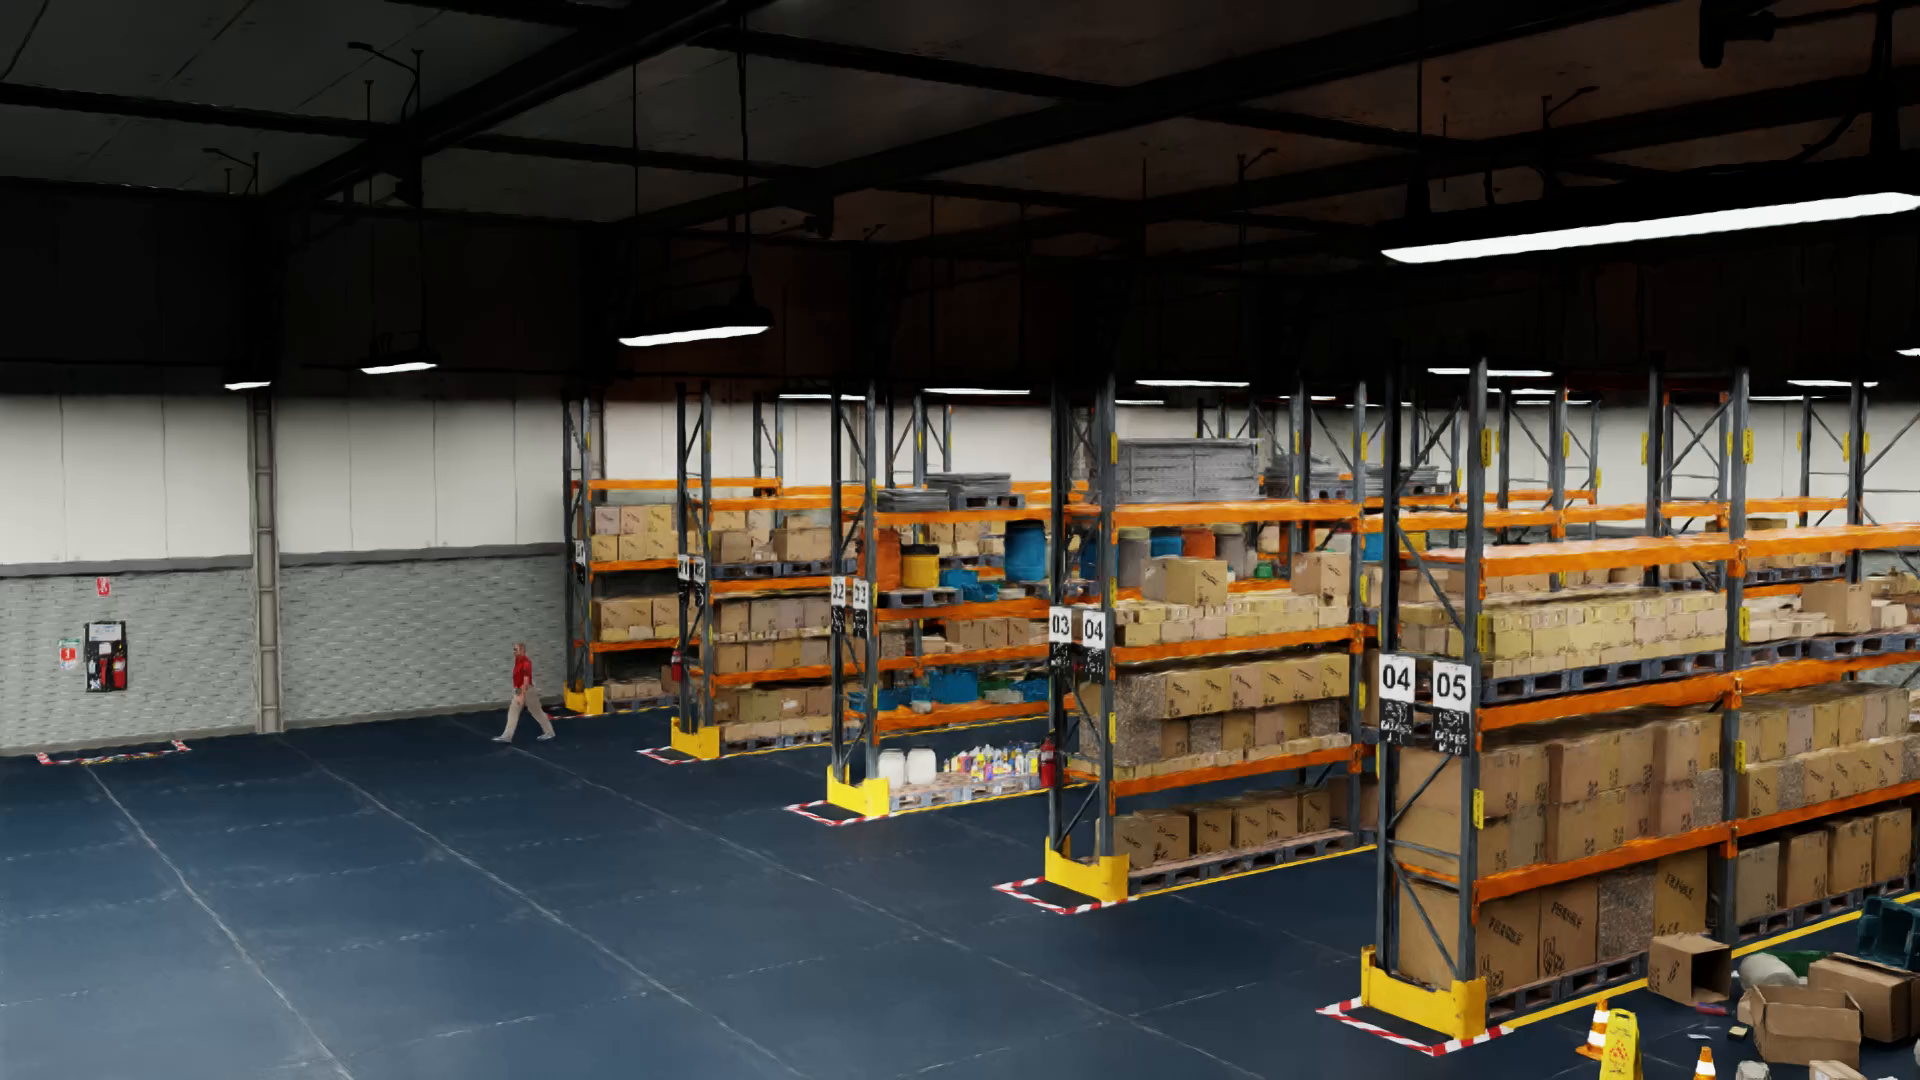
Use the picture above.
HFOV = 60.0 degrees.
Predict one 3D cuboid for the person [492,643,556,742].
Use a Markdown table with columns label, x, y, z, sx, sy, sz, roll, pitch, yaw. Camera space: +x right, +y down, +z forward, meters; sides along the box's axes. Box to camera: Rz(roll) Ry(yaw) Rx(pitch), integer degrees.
| label | x | y | z | sx | sy | sz | roll | pitch | yaw |
| --- | --- | --- | --- | --- | --- | --- | --- | --- | --- |
| person | -7.279 | 2.543 | 27.748 | 1.039 | 1.668 | 0.557 | -3 | 4 | -35 |
